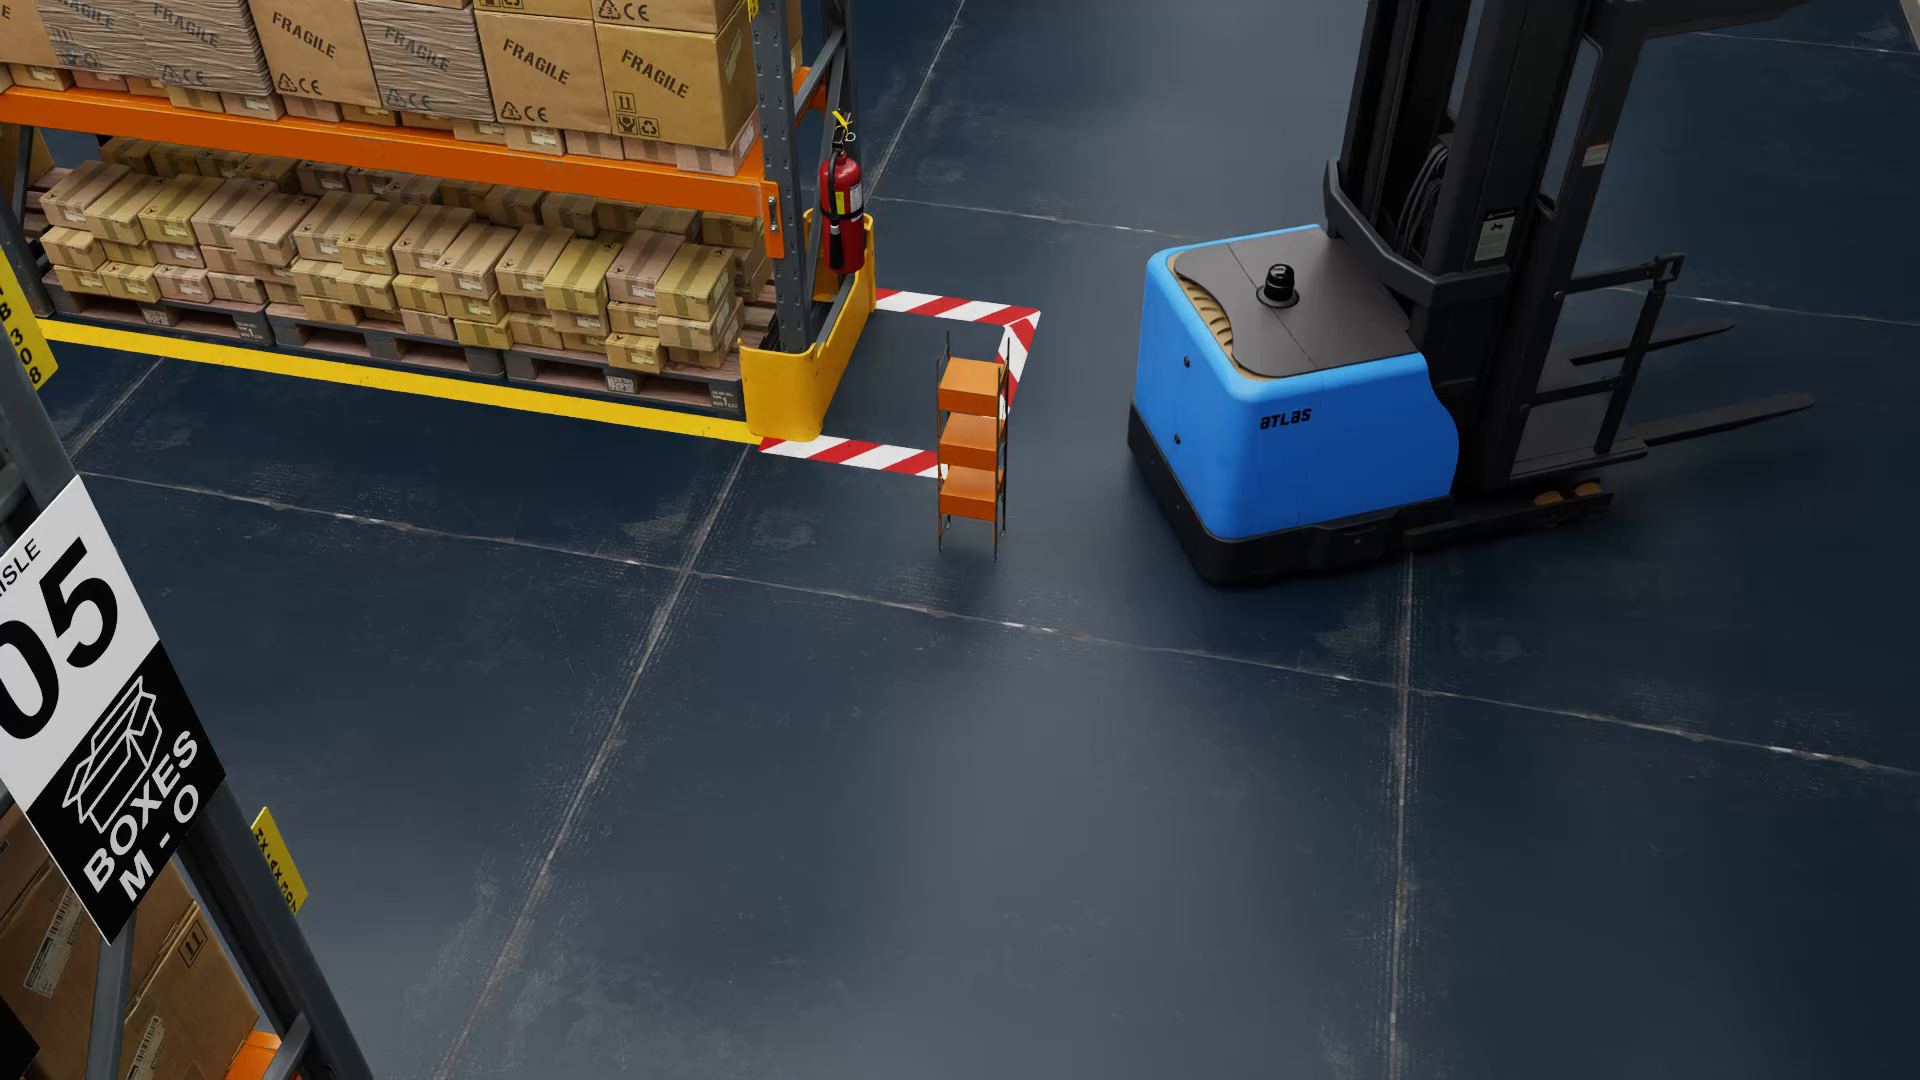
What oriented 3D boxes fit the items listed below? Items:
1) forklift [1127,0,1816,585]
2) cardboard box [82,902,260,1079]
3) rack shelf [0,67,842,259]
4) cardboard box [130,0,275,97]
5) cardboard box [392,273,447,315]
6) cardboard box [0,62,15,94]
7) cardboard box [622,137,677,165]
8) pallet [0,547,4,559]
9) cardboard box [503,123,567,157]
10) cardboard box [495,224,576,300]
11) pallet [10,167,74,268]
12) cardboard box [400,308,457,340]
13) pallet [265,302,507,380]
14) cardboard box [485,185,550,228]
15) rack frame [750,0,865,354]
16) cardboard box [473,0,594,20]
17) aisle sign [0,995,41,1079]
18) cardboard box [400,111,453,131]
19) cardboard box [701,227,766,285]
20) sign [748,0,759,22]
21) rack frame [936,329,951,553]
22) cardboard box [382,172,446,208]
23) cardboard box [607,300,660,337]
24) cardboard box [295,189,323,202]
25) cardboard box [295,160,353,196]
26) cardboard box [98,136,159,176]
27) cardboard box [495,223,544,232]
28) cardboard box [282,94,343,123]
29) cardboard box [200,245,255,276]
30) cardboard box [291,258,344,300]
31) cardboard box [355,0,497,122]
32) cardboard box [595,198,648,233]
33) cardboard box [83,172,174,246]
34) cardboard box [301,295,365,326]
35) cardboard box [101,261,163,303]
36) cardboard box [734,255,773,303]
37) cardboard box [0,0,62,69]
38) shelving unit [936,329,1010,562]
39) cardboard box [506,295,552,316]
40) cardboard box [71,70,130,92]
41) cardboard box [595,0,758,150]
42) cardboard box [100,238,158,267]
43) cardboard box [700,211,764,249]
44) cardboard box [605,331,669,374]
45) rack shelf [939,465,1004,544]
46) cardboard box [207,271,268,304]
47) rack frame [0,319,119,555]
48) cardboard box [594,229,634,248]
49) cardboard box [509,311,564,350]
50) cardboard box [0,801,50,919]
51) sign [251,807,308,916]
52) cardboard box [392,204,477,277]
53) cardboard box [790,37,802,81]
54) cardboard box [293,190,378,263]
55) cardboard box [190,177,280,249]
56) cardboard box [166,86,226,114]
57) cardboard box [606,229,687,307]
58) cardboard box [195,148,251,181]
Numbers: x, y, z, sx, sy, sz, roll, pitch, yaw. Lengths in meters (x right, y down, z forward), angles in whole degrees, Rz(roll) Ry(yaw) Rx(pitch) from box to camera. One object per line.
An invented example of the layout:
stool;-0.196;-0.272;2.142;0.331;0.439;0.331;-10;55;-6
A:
forklift;2.337;-1.448;6.601;3.031;2.935;1.130;-11;45;-12
cardboard box;-2.022;1.130;3.801;0.500;0.500;0.500;9;45;9
rack shelf;-2.586;-1.976;7.619;4.000;0.370;1.077;9;45;9
cardboard box;-3.142;-2.265;7.114;0.500;0.500;0.500;8;44;8
cardboard box;-2.474;-1.249;7.883;0.250;0.149;0.380;11;45;11
cardboard box;-4.333;-2.183;7.496;0.250;0.149;0.380;10;45;11
cardboard box;-1.249;-1.763;7.060;0.250;0.149;0.380;9;45;9
pallet;-2.343;0.279;2.658;1.213;0.211;1.003;9;45;9
cardboard box;-1.751;-1.814;7.112;0.250;0.149;0.380;10;45;10
cardboard box;-1.958;-1.292;7.713;0.250;0.149;0.380;7;44;7
pallet;-5.298;-1.650;8.772;1.213;0.211;1.003;9;45;9
cardboard box;-2.475;-1.143;7.988;0.250;0.149;0.380;10;45;10
pallet;-2.681;-1.272;8.380;1.213;0.211;1.003;9;45;9
cardboard box;-2.113;-1.695;8.132;0.250;0.149;0.380;10;45;11
rack frame;-0.634;-1.932;7.055;0.127;3.000;1.000;9;45;9
cardboard box;-1.630;-2.413;6.547;0.500;0.500;0.500;7;44;8
aisle sign;-1.614;0.717;2.427;0.004;0.787;0.394;9;45;9
cardboard box;-2.252;-1.955;7.259;0.250;0.149;0.380;7;44;7
cardboard box;-1.090;-1.417;8.057;0.250;0.149;0.380;11;45;11
sign;-0.775;-2.091;6.156;0.005;0.325;0.100;9;45;9
rack frame;-0.067;-0.389;6.857;0.008;1.050;0.200;9;45;9
cardboard box;-2.626;-1.739;8.178;0.250;0.149;0.380;9;45;9
cardboard box;-1.455;-1.126;7.756;0.250;0.149;0.380;8;44;8
cardboard box;-3.153;-1.746;8.399;0.250;0.149;0.380;10;45;10
cardboard box;-3.111;-1.883;8.328;0.250;0.149;0.380;7;44;7
cardboard box;-4.134;-1.999;8.448;0.250;0.149;0.380;10;45;10
cardboard box;-2.109;-1.562;8.208;0.250;0.149;0.380;7;44;7
cardboard box;-2.765;-2.007;7.314;0.250;0.149;0.380;10;45;11
cardboard box;-3.479;-1.465;8.107;0.250;0.149;0.380;7;44;7
cardboard box;-2.983;-1.326;7.963;0.250;0.149;0.380;9;45;9
cardboard box;-2.128;-2.121;6.964;0.500;0.500;0.500;9;45;9
cardboard box;-1.585;-1.665;8.101;0.250;0.149;0.380;9;45;9
cardboard box;-3.991;-1.602;8.036;0.250;0.149;0.380;11;45;11
cardboard box;-2.978;-1.221;8.068;0.250;0.149;0.380;8;44;8
cardboard box;-3.993;-1.349;8.202;0.250;0.149;0.380;10;45;10
cardboard box;-1.076;-1.352;8.205;0.250;0.149;0.380;10;45;10
cardboard box;-4.110;-2.436;7.291;0.500;0.500;0.500;8;44;8
shelving unit;0.052;-0.370;6.838;0.252;1.050;0.215;9;45;9
cardboard box;-1.959;-1.238;7.872;0.250;0.149;0.380;8;45;9
cardboard box;-3.793;-2.189;7.503;0.250;0.149;0.380;7;44;7
cardboard box;-1.129;-1.969;6.806;0.500;0.500;0.500;10;45;10
cardboard box;-3.988;-1.520;8.165;0.250;0.149;0.380;9;45;9
cardboard box;-1.072;-1.580;8.013;0.250;0.149;0.380;7;44;7
cardboard box;-1.467;-0.965;7.803;0.250;0.149;0.380;10;45;10
rack shelf;0.052;-0.162;7.038;0.240;0.259;0.215;9;45;9
cardboard box;-3.481;-1.342;8.194;0.250;0.149;0.380;8;44;8
rack frame;-1.617;-0.728;1.478;0.127;3.000;1.000;9;45;9
cardboard box;-1.603;-1.473;8.116;0.250;0.149;0.380;9;45;10
cardboard box;-1.950;-1.092;7.935;0.250;0.149;0.380;9;45;9
cardboard box;-1.903;0.562;3.202;0.250;0.149;0.380;10;45;10
sign;-1.490;0.718;3.620;0.005;0.325;0.100;9;45;9
cardboard box;-2.466;-1.410;7.835;0.250;0.149;0.380;7;44;8
cardboard box;-0.879;-2.113;7.423;0.250;0.149;0.380;8;45;9
cardboard box;-2.960;-1.494;7.923;0.250;0.149;0.380;7;44;7
cardboard box;-3.474;-1.573;8.005;0.250;0.149;0.380;8;44;8
cardboard box;-3.297;-2.062;7.370;0.250;0.149;0.380;10;45;10
cardboard box;-1.439;-1.256;7.676;0.250;0.149;0.380;10;45;10
cardboard box;-3.631;-1.954;8.401;0.250;0.149;0.380;8;45;9
